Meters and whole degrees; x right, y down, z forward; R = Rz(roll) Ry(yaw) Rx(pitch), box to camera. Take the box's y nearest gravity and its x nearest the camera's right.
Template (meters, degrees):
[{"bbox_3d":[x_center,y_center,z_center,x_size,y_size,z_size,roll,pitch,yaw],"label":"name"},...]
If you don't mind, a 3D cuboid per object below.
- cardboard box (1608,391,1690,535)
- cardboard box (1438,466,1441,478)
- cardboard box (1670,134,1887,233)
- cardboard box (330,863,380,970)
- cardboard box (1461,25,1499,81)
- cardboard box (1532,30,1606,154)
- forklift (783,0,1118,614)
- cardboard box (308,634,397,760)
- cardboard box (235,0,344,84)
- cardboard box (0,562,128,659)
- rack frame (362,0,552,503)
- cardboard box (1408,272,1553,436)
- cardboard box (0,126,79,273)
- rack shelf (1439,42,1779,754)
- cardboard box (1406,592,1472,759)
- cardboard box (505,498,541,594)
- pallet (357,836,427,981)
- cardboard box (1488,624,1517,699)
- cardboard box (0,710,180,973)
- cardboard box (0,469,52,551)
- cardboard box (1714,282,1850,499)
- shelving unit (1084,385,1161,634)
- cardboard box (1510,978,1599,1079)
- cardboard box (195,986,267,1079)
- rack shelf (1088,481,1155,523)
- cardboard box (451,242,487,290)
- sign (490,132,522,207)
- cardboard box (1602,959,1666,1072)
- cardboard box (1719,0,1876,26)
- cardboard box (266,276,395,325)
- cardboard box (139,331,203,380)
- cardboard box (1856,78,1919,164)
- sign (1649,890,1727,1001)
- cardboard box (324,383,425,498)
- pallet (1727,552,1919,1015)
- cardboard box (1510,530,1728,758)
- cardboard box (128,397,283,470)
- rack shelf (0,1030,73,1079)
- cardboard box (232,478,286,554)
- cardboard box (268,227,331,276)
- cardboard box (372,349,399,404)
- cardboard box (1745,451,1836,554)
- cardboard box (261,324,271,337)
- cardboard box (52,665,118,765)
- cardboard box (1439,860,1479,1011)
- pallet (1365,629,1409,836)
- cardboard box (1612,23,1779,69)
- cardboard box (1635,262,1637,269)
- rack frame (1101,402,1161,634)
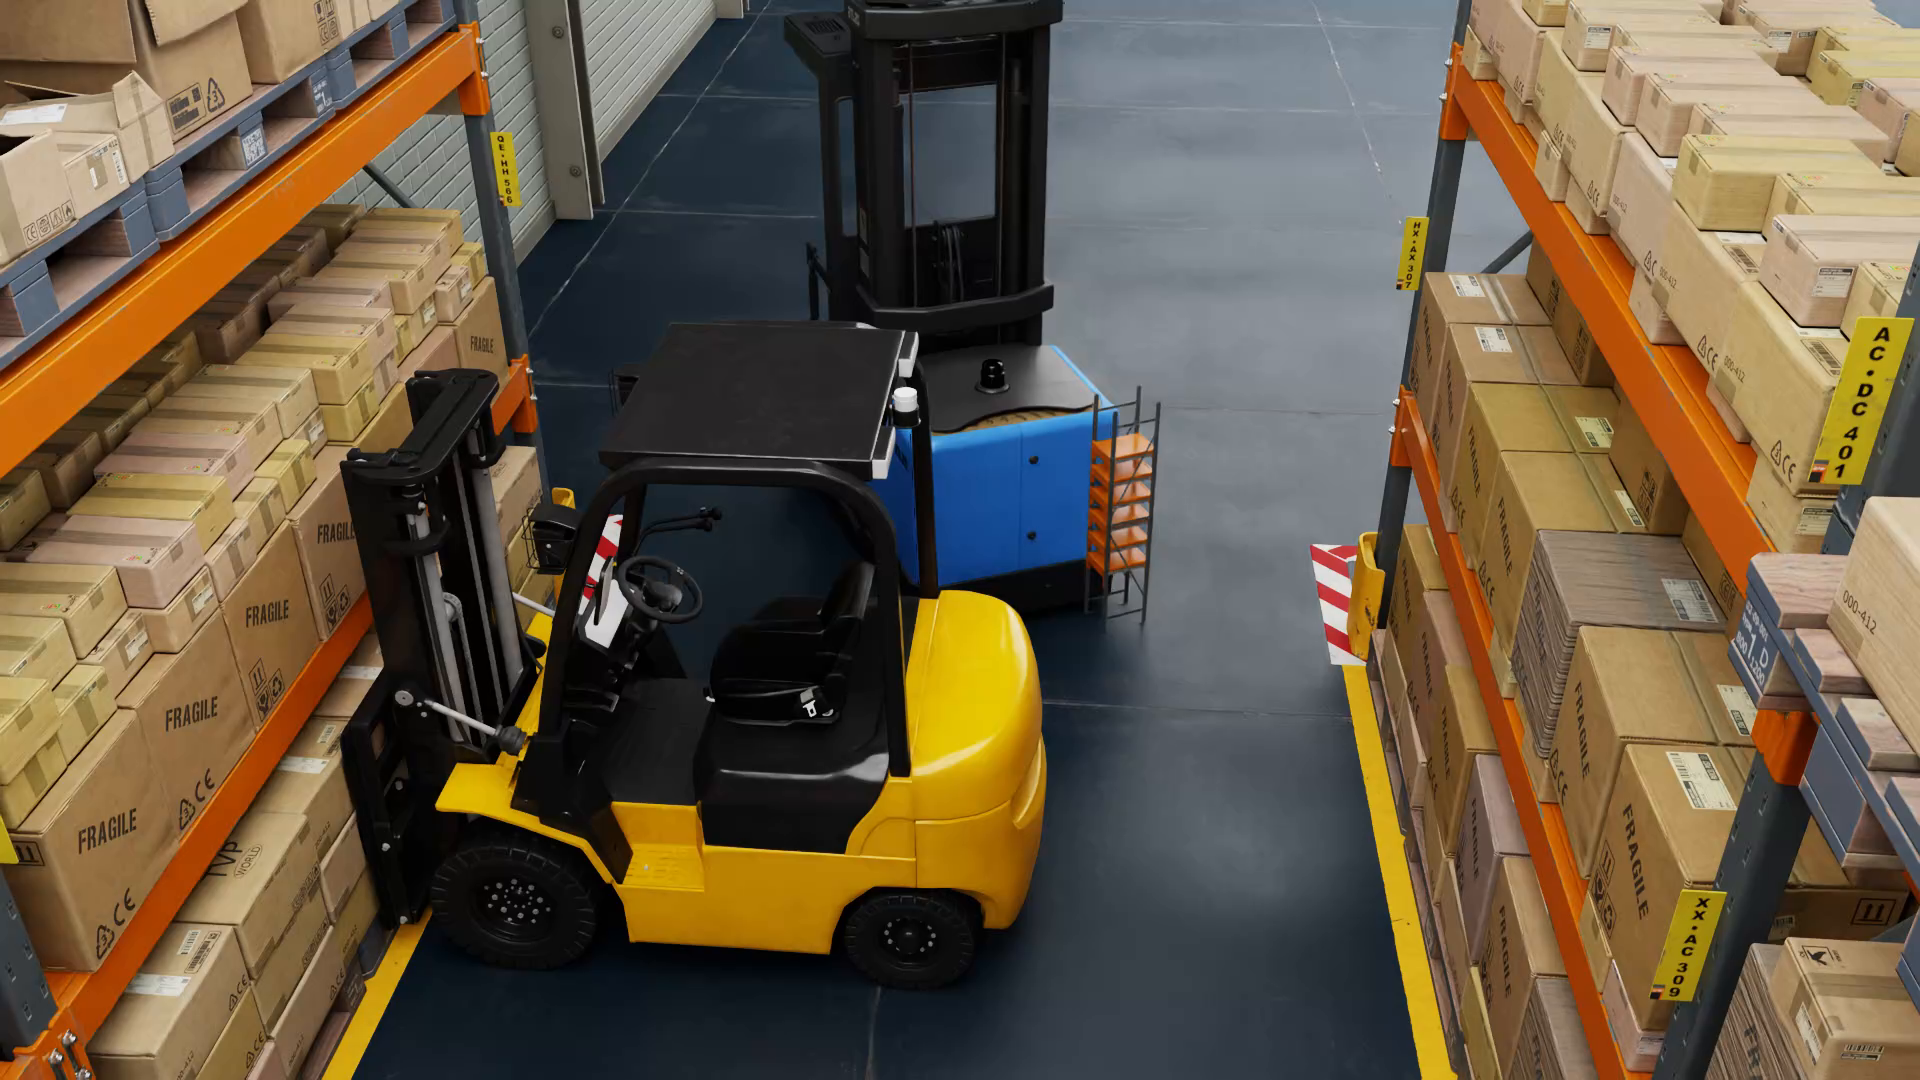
[{"bbox_3d":[2.465,-0.345,5.119,0.700,0.500,0.500,2,32,4],"label":"cardboard box"},{"bbox_3d":[2.113,-0.273,6.574,0.380,0.149,0.250,1,32,2],"label":"cardboard box"},{"bbox_3d":[1.884,-0.822,3.846,0.380,0.149,0.250,3,32,5],"label":"cardboard box"},{"bbox_3d":[-2.396,1.282,6.031,0.500,0.250,0.500,3,32,5],"label":"cardboard box"},{"bbox_3d":[2.105,-1.827,6.236,0.380,0.149,0.250,2,32,4],"label":"cardboard box"},{"bbox_3d":[2.081,-1.371,5.115,0.500,0.250,0.500,3,32,5],"label":"cardboard box"},{"bbox_3d":[-0.217,-1.580,8.520,1.130,2.935,3.031,-10,33,-16],"label":"forklift"},{"bbox_3d":[-2.334,0.590,6.202,0.500,0.250,0.500,2,32,3],"label":"cardboard box"},{"bbox_3d":[-2.468,-1.795,5.353,0.700,0.500,0.500,3,32,4],"label":"cardboard box"},{"bbox_3d":[-2.553,0.191,4.584,0.380,0.149,0.250,2,32,3],"label":"cardboard box"},{"bbox_3d":[-2.492,-1.027,7.557,1.000,3.000,0.127,2,32,4],"label":"rack frame"},{"bbox_3d":[2.141,-0.750,6.729,0.500,0.500,0.500,2,32,3],"label":"cardboard box"},{"bbox_3d":[-2.507,-0.820,3.952,0.500,0.311,0.500,3,32,5],"label":"cardboard box"},{"bbox_3d":[2.293,-0.742,4.921,1.077,0.370,4.000,2,32,4],"label":"rack shelf"},{"bbox_3d":[2.075,0.552,6.501,0.500,0.500,0.500,1,32,2],"label":"cardboard box"},{"bbox_3d":[-2.220,0.020,7.602,0.500,0.250,0.500,2,32,3],"label":"cardboard box"},{"bbox_3d":[-2.614,1.198,6.604,1.003,0.211,1.213,2,32,4],"label":"pallet"},{"bbox_3d":[1.967,0.401,5.480,0.380,0.149,0.250,3,32,4],"label":"cardboard box"},{"bbox_3d":[-2.521,0.801,4.495,0.500,0.500,0.500,2,32,3],"label":"cardboard box"},{"bbox_3d":[-3.024,-0.097,5.051,0.380,0.149,0.250,2,32,3],"label":"cardboard box"},{"bbox_3d":[1.898,-0.308,3.391,0.500,0.250,0.500,2,32,4],"label":"cardboard box"},{"bbox_3d":[0.755,-0.127,7.812,0.258,1.200,0.189,-13,34,-20],"label":"shelving unit"},{"bbox_3d":[1.911,1.627,4.757,0.500,0.500,0.500,2,32,3],"label":"cardboard box"},{"bbox_3d":[-2.470,1.604,5.032,0.500,0.250,0.500,2,32,4],"label":"cardboard box"},{"bbox_3d":[0.755,-0.191,7.772,0.258,0.103,0.180,-13,34,-20],"label":"rack shelf"},{"bbox_3d":[-2.241,-1.152,7.047,0.380,0.149,0.250,3,32,5],"label":"cardboard box"},{"bbox_3d":[-1.952,-1.590,7.142,0.100,0.325,0.005,2,32,4],"label":"sign"},{"bbox_3d":[1.852,1.201,4.182,0.380,0.149,0.250,2,32,3],"label":"cardboard box"},{"bbox_3d":[2.562,-1.611,5.126,0.380,0.149,0.250,2,32,4],"label":"cardboard box"},{"bbox_3d":[-2.389,-0.881,6.323,0.380,0.149,0.250,3,32,4],"label":"cardboard box"},{"bbox_3d":[-2.946,-0.631,5.918,0.380,0.149,0.250,2,32,3],"label":"cardboard box"},{"bbox_3d":[2.532,-1.069,4.245,0.380,0.149,0.250,2,32,3],"label":"cardboard box"},{"bbox_3d":[1.589,0.887,3.626,0.100,0.325,0.005,2,32,4],"label":"sign"},{"bbox_3d":[-2.363,-0.262,6.221,0.500,0.500,0.500,2,32,3],"label":"cardboard box"},{"bbox_3d":[1.974,0.396,2.568,1.213,0.211,1.003,2,32,4],"label":"pallet"},{"bbox_3d":[1.991,0.322,4.990,0.500,0.500,0.500,3,32,5],"label":"cardboard box"},{"bbox_3d":[-2.467,-0.343,5.450,0.380,0.149,0.250,3,32,4],"label":"cardboard box"},{"bbox_3d":[-2.980,2.417,2.655,1.077,0.370,4.000,2,32,4],"label":"rack shelf"},{"bbox_3d":[-2.396,-0.077,5.303,0.380,0.149,0.250,1,32,2],"label":"cardboard box"},{"bbox_3d":[-2.816,-1.169,6.791,0.380,0.149,0.250,4,32,6],"label":"cardboard box"},{"bbox_3d":[-2.320,-0.613,6.173,0.380,0.149,0.250,1,32,2],"label":"cardboard box"},{"bbox_3d":[1.851,-0.073,3.390,0.380,0.149,0.250,3,32,4],"label":"cardboard box"},{"bbox_3d":[-2.844,-0.778,6.439,0.380,0.149,0.250,1,32,2],"label":"cardboard box"},{"bbox_3d":[-2.510,0.455,4.439,0.380,0.149,0.250,3,32,5],"label":"cardboard box"},{"bbox_3d":[1.990,1.401,5.837,0.500,0.250,0.500,3,32,5],"label":"cardboard box"},{"bbox_3d":[2.348,0.833,7.196,1.003,0.211,1.213,2,32,4],"label":"pallet"},{"bbox_3d":[2.068,-1.355,4.709,0.380,0.149,0.250,3,32,5],"label":"cardboard box"},{"bbox_3d":[2.055,-0.743,4.476,0.380,0.149,0.250,3,32,5],"label":"cardboard box"},{"bbox_3d":[0.792,-0.083,7.740,0.240,1.200,0.006,-13,34,-20],"label":"rack frame"}]
